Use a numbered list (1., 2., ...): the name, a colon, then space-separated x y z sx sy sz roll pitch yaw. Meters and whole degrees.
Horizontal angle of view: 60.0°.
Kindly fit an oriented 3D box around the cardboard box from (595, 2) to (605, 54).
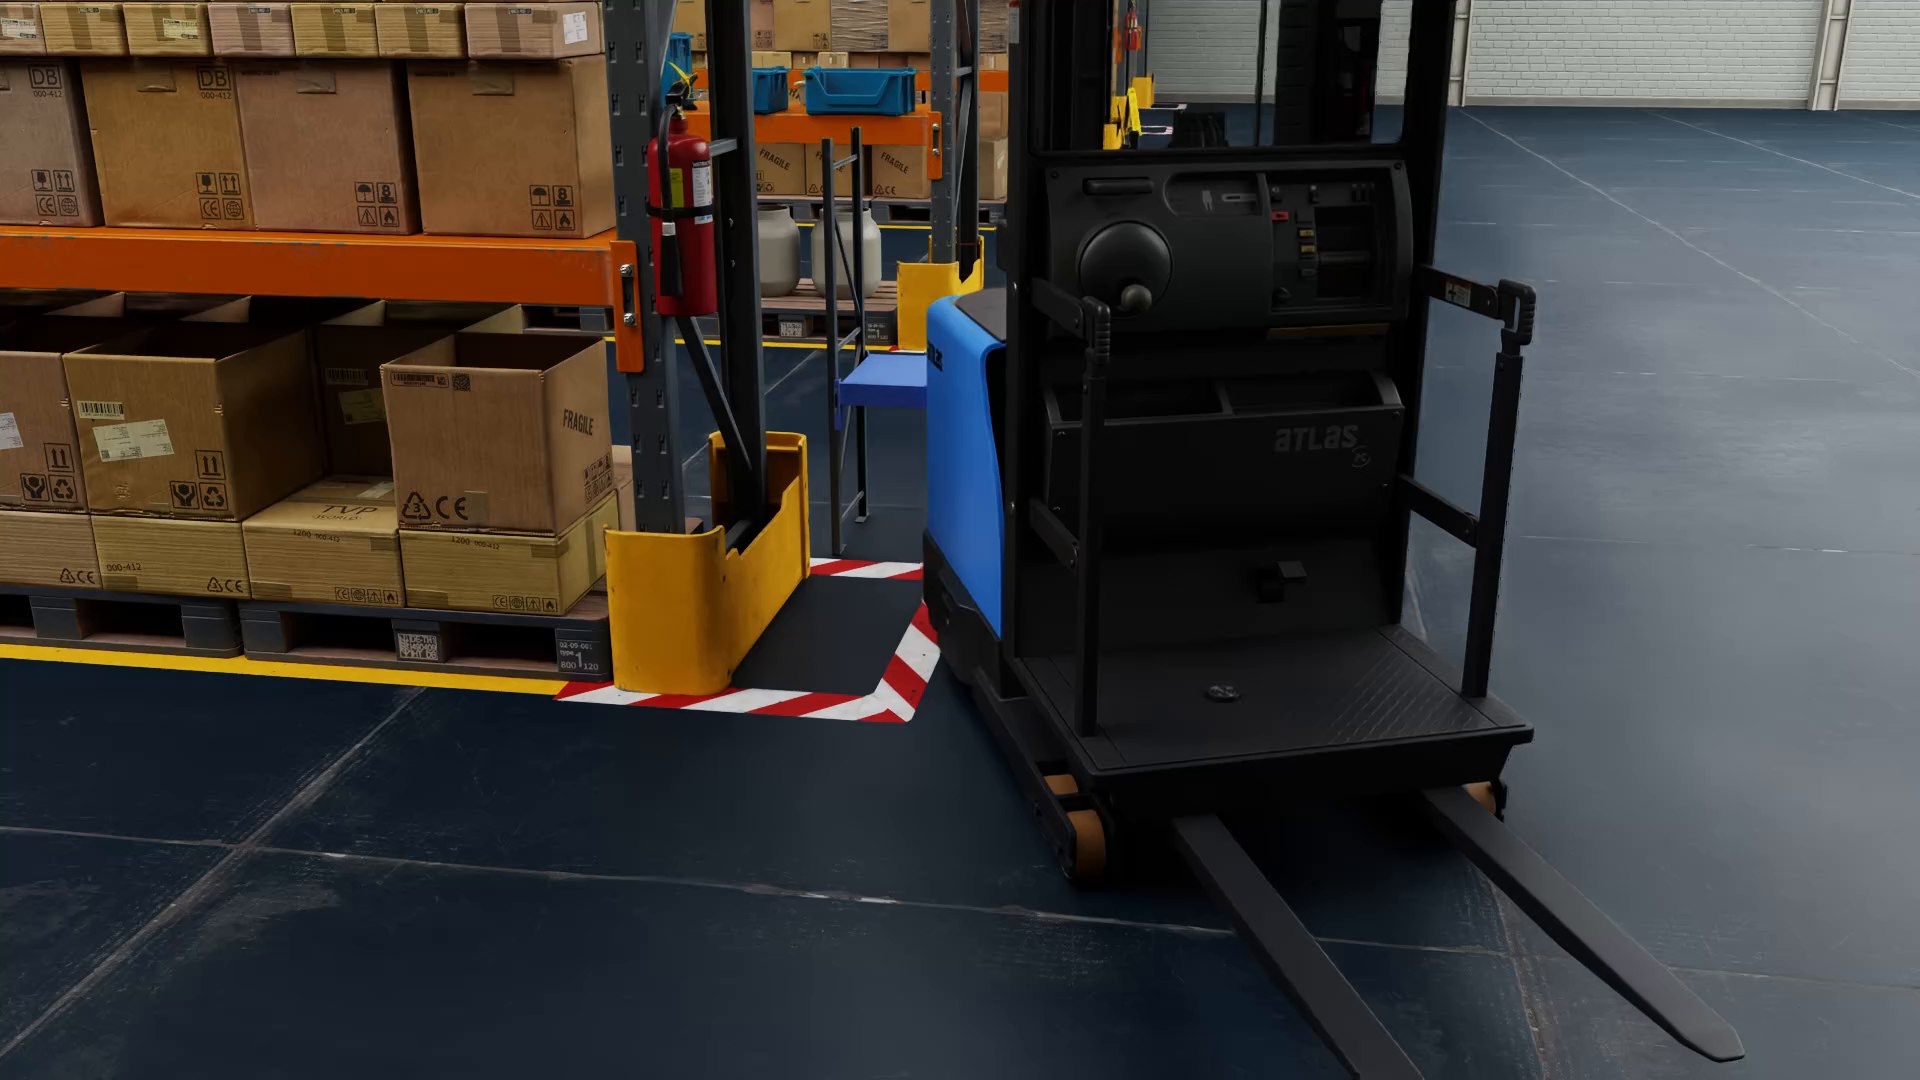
1. cardboard box: -1.166 -1.591 5.152 0.250 0.149 0.380 3 19 8

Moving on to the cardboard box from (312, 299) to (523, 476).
1. cardboard box: -1.801 -0.521 5.624 0.500 0.500 0.500 3 19 9

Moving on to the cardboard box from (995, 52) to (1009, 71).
1. cardboard box: 0.448 -4.083 14.175 0.250 0.149 0.380 3 19 9

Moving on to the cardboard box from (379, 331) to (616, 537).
1. cardboard box: -1.389 -0.334 5.063 0.500 0.500 0.500 3 19 9

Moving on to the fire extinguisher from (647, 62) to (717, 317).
1. fire extinguisher: -0.769 -0.961 4.570 0.183 0.674 0.296 3 19 9

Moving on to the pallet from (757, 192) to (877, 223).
1. pallet: -1.310 -3.048 15.080 1.213 0.211 1.003 3 19 9

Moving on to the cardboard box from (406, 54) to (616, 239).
1. cardboard box: -1.271 -1.224 5.077 0.500 0.500 0.700 3 19 9

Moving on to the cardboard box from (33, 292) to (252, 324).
1. cardboard box: -2.787 -0.573 5.778 0.500 0.500 0.500 3 19 9

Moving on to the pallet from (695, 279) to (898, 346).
1. pallet: -0.907 -1.410 10.185 1.213 0.211 1.003 3 19 9

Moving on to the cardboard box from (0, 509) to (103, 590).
1. cardboard box: -2.872 -0.051 5.399 0.500 0.250 0.500 3 19 9

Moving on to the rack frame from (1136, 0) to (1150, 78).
1. rack frame: 3.118 -8.913 28.213 0.127 3.000 1.000 3 19 9

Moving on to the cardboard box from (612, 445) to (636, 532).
1. cardboard box: -1.307 -0.141 5.669 0.500 0.250 0.500 3 19 9

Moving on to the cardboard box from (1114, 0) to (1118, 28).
1. cardboard box: 2.591 -8.902 28.025 0.500 0.500 0.500 3 19 7

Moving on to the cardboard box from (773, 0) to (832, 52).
1. cardboard box: -1.267 -4.532 14.495 0.500 0.500 0.875 3 19 9

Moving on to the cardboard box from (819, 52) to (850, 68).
1. cardboard box: -1.049 -4.126 14.302 0.250 0.149 0.380 3 19 9

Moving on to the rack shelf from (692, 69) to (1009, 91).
1. rack shelf: -1.212 -4.012 14.700 4.000 0.370 1.077 3 19 9

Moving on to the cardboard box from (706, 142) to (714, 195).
1. cardboard box: -2.231 -3.409 15.040 0.500 0.500 0.500 9 21 26

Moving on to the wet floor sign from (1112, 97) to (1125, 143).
1. wet floor sign: 1.992 -5.304 21.137 0.232 0.644 0.267 0 19 -1

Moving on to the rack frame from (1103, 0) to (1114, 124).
1. rack frame: 1.649 -5.801 18.914 0.127 3.000 1.000 3 19 9

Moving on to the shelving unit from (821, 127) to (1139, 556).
1. shelving unit: 0.084 -0.707 6.052 1.048 1.500 0.538 3 19 9

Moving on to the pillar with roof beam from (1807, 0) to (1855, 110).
1. pillar with roof beam: 13.739 -10.122 22.373 0.400 9.000 9.100 3 19 9

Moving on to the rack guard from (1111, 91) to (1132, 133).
1. rack guard: 2.259 -6.176 23.972 0.348 0.500 1.175 3 19 9

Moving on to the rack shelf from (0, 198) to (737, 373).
1. rack shelf: -2.787 -0.909 5.426 4.000 0.370 1.077 3 19 9

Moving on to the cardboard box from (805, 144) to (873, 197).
1. cardboard box: -1.062 -3.360 14.895 0.500 0.500 0.500 5 19 14

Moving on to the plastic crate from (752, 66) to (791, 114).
1. plastic crate: -1.205 -2.596 9.570 0.408 0.251 0.499 3 19 9

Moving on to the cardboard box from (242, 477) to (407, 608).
1. cardboard box: -1.884 0.000 5.248 0.500 0.250 0.500 3 19 9

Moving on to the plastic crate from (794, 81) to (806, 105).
1. plastic crate: -0.856 -2.722 10.126 0.250 0.136 0.298 3 19 9

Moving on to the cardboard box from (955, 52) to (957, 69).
1. cardboard box: -0.053 -4.092 14.202 0.250 0.149 0.380 3 19 9

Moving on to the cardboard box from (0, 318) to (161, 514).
1. cardboard box: -2.872 -0.405 5.276 0.500 0.500 0.500 3 19 9

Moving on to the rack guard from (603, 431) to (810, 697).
1. rack guard: -0.789 0.037 5.404 0.348 0.500 1.175 3 19 9

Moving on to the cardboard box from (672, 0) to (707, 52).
1. cardboard box: -2.264 -4.564 14.590 0.500 0.500 0.875 3 19 9

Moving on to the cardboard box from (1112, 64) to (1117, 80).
1. cardboard box: 2.588 -7.971 28.283 0.500 0.250 0.500 3 19 8

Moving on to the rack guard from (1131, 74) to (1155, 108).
1. rack guard: 3.142 -7.726 28.606 0.348 0.500 1.175 3 19 9

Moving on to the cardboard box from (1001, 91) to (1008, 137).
1. cardboard box: 0.969 -5.006 19.225 0.875 0.875 0.875 3 19 9

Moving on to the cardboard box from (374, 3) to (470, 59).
1. cardboard box: -1.478 -1.477 4.809 0.250 0.149 0.380 3 19 10

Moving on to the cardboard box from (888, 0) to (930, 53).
1. cardboard box: -0.289 -4.465 14.294 0.500 0.500 0.875 3 19 9

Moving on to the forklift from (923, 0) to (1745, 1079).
1. forklift: 0.710 -0.721 3.840 1.130 2.935 3.031 -4 19 -12

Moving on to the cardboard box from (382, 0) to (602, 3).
1. cardboard box: -1.324 -1.842 4.879 0.500 0.500 0.700 3 19 9

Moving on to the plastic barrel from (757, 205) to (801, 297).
1. plastic barrel: -1.180 -1.755 10.079 0.421 0.512 0.421 0 18 0

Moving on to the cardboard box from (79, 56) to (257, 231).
1. cardboard box: -2.280 -1.276 5.231 0.500 0.500 0.700 3 19 9

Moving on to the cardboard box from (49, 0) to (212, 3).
1. cardboard box: -2.341 -1.892 5.028 0.500 0.500 0.700 3 19 9

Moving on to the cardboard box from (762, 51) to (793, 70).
1. cardboard box: -1.539 -4.158 14.400 0.250 0.149 0.380 3 19 9

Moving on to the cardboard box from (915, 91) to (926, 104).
1. cardboard box: -0.800 -5.097 19.494 0.875 0.875 0.875 3 19 9

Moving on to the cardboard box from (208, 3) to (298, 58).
1. cardboard box: -1.979 -1.503 4.887 0.250 0.149 0.380 3 19 9

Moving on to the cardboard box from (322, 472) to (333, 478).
1. cardboard box: -2.294 -0.190 5.817 0.500 0.250 0.500 3 19 9

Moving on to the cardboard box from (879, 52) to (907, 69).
1. cardboard box: -0.538 -4.135 14.331 0.250 0.149 0.380 3 19 9

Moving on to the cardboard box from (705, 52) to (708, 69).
1. cardboard box: -2.038 -4.174 14.447 0.250 0.149 0.380 3 19 9

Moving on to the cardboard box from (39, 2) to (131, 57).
1. cardboard box: -2.498 -1.529 4.964 0.250 0.149 0.380 3 19 10

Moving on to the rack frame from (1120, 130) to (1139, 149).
1. rack frame: 0.586 -0.681 5.976 0.032 1.500 0.500 3 19 9

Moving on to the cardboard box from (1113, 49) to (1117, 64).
1. cardboard box: 2.614 -8.207 28.201 0.500 0.250 0.500 4 19 10

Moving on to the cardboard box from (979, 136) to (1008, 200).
1. cardboard box: 0.149 -3.303 14.725 0.500 0.500 0.500 7 20 19

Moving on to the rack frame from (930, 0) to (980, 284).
1. rack frame: -0.023 -2.701 9.648 0.127 3.000 1.000 3 19 9

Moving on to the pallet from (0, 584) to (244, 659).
1. pallet: -2.775 0.086 5.715 1.213 0.211 1.003 3 19 9
